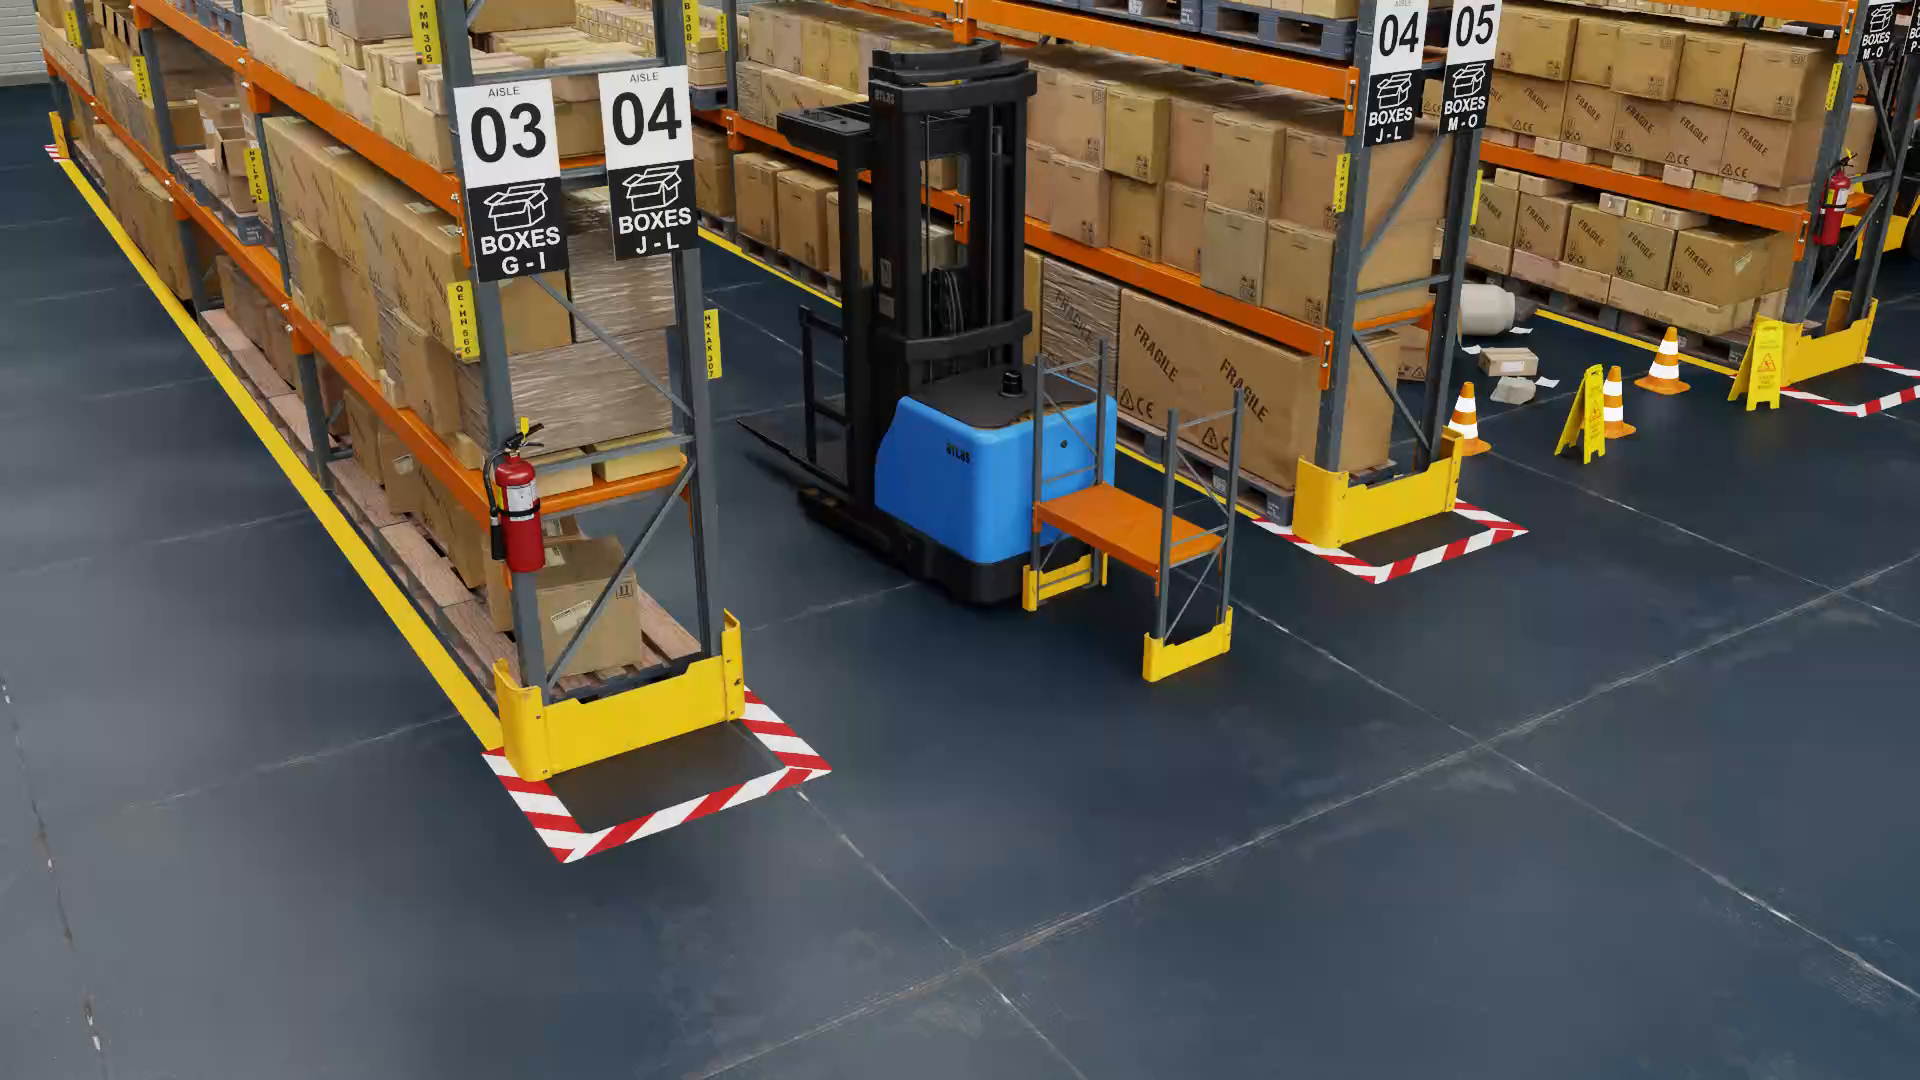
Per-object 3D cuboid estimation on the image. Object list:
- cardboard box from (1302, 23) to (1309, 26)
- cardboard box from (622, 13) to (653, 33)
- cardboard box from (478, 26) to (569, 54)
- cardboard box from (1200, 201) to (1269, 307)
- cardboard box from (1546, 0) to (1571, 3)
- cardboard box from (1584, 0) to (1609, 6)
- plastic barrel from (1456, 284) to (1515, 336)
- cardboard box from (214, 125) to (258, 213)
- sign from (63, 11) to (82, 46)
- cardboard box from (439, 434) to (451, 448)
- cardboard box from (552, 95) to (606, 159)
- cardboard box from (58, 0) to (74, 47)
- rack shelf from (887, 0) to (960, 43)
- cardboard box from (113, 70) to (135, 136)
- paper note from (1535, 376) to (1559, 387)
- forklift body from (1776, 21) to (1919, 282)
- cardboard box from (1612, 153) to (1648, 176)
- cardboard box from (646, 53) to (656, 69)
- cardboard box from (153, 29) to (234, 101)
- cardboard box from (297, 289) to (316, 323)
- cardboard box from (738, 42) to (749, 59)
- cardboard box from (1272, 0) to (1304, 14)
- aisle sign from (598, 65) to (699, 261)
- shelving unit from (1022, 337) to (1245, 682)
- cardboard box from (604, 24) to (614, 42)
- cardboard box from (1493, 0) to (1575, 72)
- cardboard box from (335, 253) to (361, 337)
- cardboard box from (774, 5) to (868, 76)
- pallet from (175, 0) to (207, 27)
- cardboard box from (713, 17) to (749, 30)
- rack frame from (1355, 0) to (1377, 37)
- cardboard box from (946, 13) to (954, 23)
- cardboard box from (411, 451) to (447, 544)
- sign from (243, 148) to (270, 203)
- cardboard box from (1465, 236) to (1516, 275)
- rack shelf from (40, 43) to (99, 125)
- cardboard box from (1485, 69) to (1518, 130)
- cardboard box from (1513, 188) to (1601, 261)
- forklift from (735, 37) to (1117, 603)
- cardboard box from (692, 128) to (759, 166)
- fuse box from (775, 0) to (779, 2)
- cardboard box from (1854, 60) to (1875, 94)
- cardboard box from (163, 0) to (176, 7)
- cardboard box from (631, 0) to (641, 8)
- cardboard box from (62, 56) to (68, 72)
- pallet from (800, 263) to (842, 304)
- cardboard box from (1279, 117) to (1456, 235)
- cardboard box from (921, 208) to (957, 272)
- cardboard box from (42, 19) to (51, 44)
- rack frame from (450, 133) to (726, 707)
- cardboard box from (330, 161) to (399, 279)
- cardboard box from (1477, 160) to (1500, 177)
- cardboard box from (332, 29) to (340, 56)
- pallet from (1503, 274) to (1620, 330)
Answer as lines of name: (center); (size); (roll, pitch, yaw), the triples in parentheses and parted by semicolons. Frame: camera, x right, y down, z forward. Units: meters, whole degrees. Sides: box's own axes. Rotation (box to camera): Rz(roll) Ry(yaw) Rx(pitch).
cardboard box: (3.525, -4.961, 16.288); (0.500, 0.500, 0.500); (-14, 29, -28)
cardboard box: (-3.255, -5.328, 17.127); (0.380, 0.149, 0.250); (-15, 29, -28)
cardboard box: (-2.078, -2.376, 7.965); (0.380, 0.149, 0.250); (-16, 29, -30)
cardboard box: (2.050, -1.878, 10.538); (0.875, 0.550, 0.550); (-16, 29, -30)
cardboard box: (7.071, -6.277, 19.623); (0.500, 0.250, 0.500); (-16, 30, -31)
cardboard box: (7.370, -6.211, 19.015); (0.380, 0.149, 0.250); (-16, 30, -31)
plastic barrel: (4.305, -1.907, 13.793); (0.512, 0.421, 0.421); (3, 25, 6)
cardboard box: (-4.809, -2.642, 11.720); (0.797, 0.503, 0.637); (-12, 28, -24)
sign: (-8.617, -4.966, 16.149); (0.100, 0.325, 0.005); (-16, 29, -30)
cardboard box: (-2.370, -0.577, 8.252); (0.380, 0.149, 0.250); (-16, 29, -30)
cardboard box: (-1.648, -1.898, 7.418); (0.500, 0.250, 0.500); (-15, 29, -28)
cardboard box: (-8.898, -5.357, 17.032); (0.500, 0.500, 0.500); (-15, 29, -29)
rack shelf: (-0.666, -4.673, 13.965); (1.077, 0.370, 4.000); (-16, 29, -30)
cardboard box: (-7.277, -3.949, 14.984); (0.500, 0.500, 0.500); (-15, 29, -29)
paper note: (4.517, -1.217, 12.793); (0.142, 0.019, 0.148); (18, 31, 33)
forklift body: (8.294, -3.713, 15.596); (2.313, 2.155, 1.214); (-16, 29, -30)
cardboard box: (5.561, -3.097, 13.592); (0.380, 0.149, 0.250); (-16, 30, -30)
cardboard box: (-2.969, -4.870, 16.855); (0.380, 0.149, 0.250); (-17, 30, -32)
cardboard box: (-6.355, -4.002, 13.921); (0.797, 0.503, 0.637); (-14, 29, -28)
cardboard box: (-3.795, -1.454, 10.111); (0.380, 0.149, 0.250); (-16, 29, -30)
cardboard box: (-2.004, -4.885, 16.537); (0.380, 0.149, 0.250); (-14, 29, -27)
cardboard box: (2.007, -3.104, 9.484); (0.380, 0.149, 0.250); (-15, 29, -29)
aisle sign: (-1.317, -1.600, 7.080); (0.394, 0.787, 0.004); (-16, 29, -30)
shelving unit: (0.906, -0.192, 8.901); (0.587, 1.500, 1.083); (-18, 31, -33)
cardboard box: (-3.536, -5.378, 17.582); (0.380, 0.149, 0.250); (-14, 29, -28)
cardboard box: (4.837, -4.353, 14.320); (0.700, 0.500, 0.500); (-15, 29, -29)
cardboard box: (-2.991, -1.469, 9.383); (0.875, 0.500, 0.500); (-16, 29, -30)
cardboard box: (-1.244, -4.511, 15.004); (0.700, 0.500, 0.500); (-16, 30, -30)
pallet: (-4.602, -3.694, 11.269); (1.213, 0.211, 1.003); (-16, 29, -30)
cardboard box: (-2.271, -5.192, 16.841); (0.380, 0.149, 0.250); (-17, 30, -32)
rack frame: (2.609, -4.209, 8.625); (1.000, 3.000, 0.127); (-16, 29, -30)
cardboard box: (0.169, -6.691, 21.086); (0.500, 0.250, 0.500); (-16, 30, -31)
cardboard box: (-2.877, -0.307, 9.824); (0.500, 0.500, 0.500); (-19, 31, -34)
sign: (-4.249, -2.200, 10.040); (0.100, 0.325, 0.005); (-16, 29, -30)
cardboard box: (4.914, -2.601, 14.974); (0.500, 0.250, 0.500); (-14, 29, -27)
rack shelf: (-9.244, -5.059, 18.294); (1.077, 0.370, 4.000); (-16, 29, -30)
cardboard box: (4.818, -3.900, 14.532); (0.500, 0.500, 0.500); (-16, 29, -30)
cardboard box: (5.197, -2.754, 14.420); (0.500, 0.500, 0.500); (-14, 29, -27)
forklift: (-0.377, -1.538, 10.074); (1.130, 2.935, 3.031); (-18, 31, -33)
cardboard box: (-2.351, -3.940, 16.640); (0.500, 0.250, 0.500); (-16, 30, -31)
fuse box: (-3.291, -10.275, 30.011); (0.539, 1.711, 0.414); (-16, 29, -30)
cardboard box: (9.273, -4.737, 16.654); (0.500, 0.500, 0.500); (-16, 30, -30)
cardboard box: (-5.357, -3.934, 11.731); (0.500, 0.250, 0.500); (-15, 29, -28)
cardboard box: (-3.412, -5.940, 18.424); (0.380, 0.149, 0.250); (-17, 30, -31)
cardboard box: (-9.434, -5.138, 17.915); (0.380, 0.149, 0.250); (-15, 29, -29)
pallet: (-0.729, -2.361, 15.004); (1.003, 0.211, 1.213); (-16, 29, -30)
cardboard box: (2.439, -2.194, 9.943); (0.875, 0.550, 0.550); (-16, 29, -30)
cardboard box: (0.011, -2.300, 13.753); (1.050, 0.750, 0.750); (-16, 29, -30)
cardboard box: (-10.011, -5.747, 18.737); (0.500, 0.250, 0.500); (-16, 30, -30)
rack frame: (-1.602, -0.376, 7.534); (1.000, 3.000, 0.127); (-16, 29, -30)
cardboard box: (-2.924, -1.685, 8.669); (0.500, 0.500, 0.500); (-16, 29, -30)
cardboard box: (4.631, -3.363, 14.951); (0.380, 0.149, 0.250); (-15, 29, -29)
cardboard box: (-2.830, -2.448, 8.116); (0.380, 0.149, 0.250); (-17, 30, -32)
pallet: (5.584, -2.187, 14.635); (1.003, 0.211, 1.213); (-16, 29, -30)
